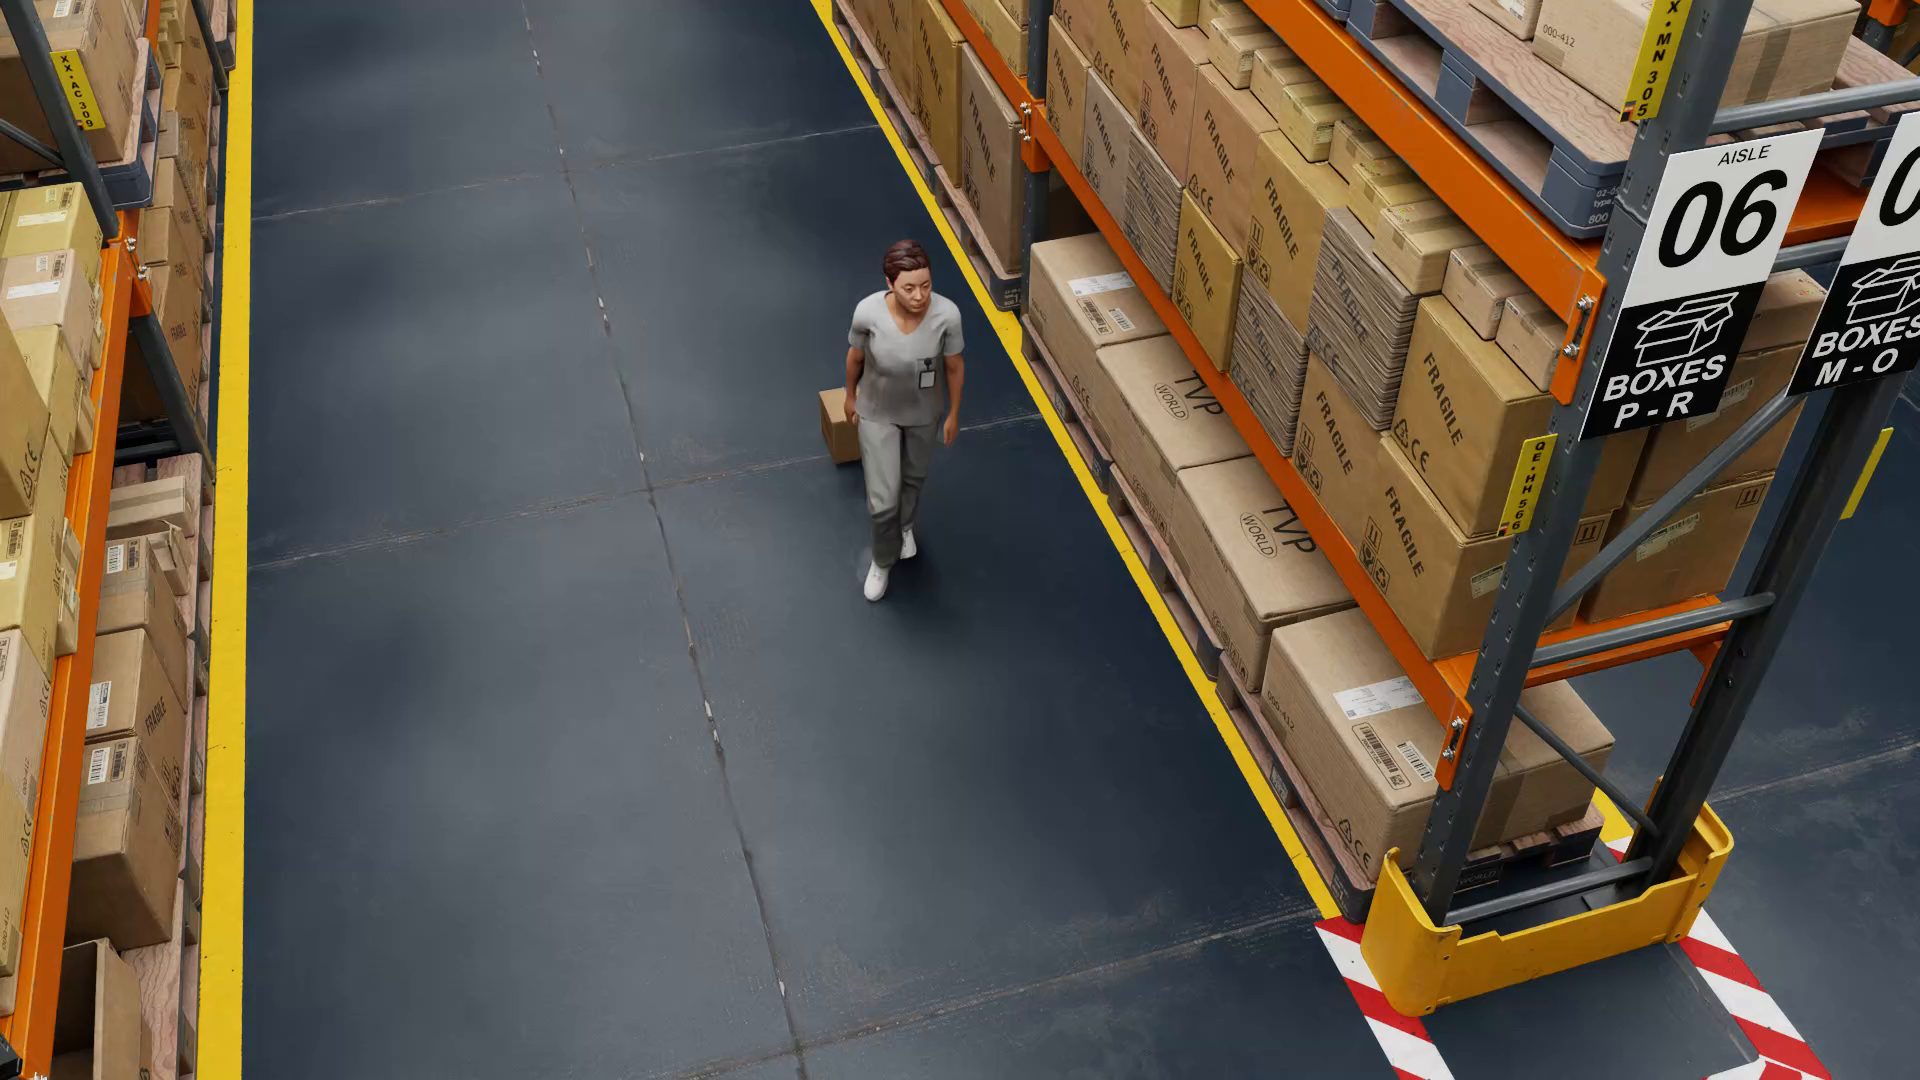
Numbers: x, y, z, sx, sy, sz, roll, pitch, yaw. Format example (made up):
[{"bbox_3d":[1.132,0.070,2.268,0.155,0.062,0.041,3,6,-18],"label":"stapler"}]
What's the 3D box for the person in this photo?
[{"bbox_3d":[-0.224,-0.524,6.736,0.472,1.676,0.537,-8,43,-9],"label":"person"}]
